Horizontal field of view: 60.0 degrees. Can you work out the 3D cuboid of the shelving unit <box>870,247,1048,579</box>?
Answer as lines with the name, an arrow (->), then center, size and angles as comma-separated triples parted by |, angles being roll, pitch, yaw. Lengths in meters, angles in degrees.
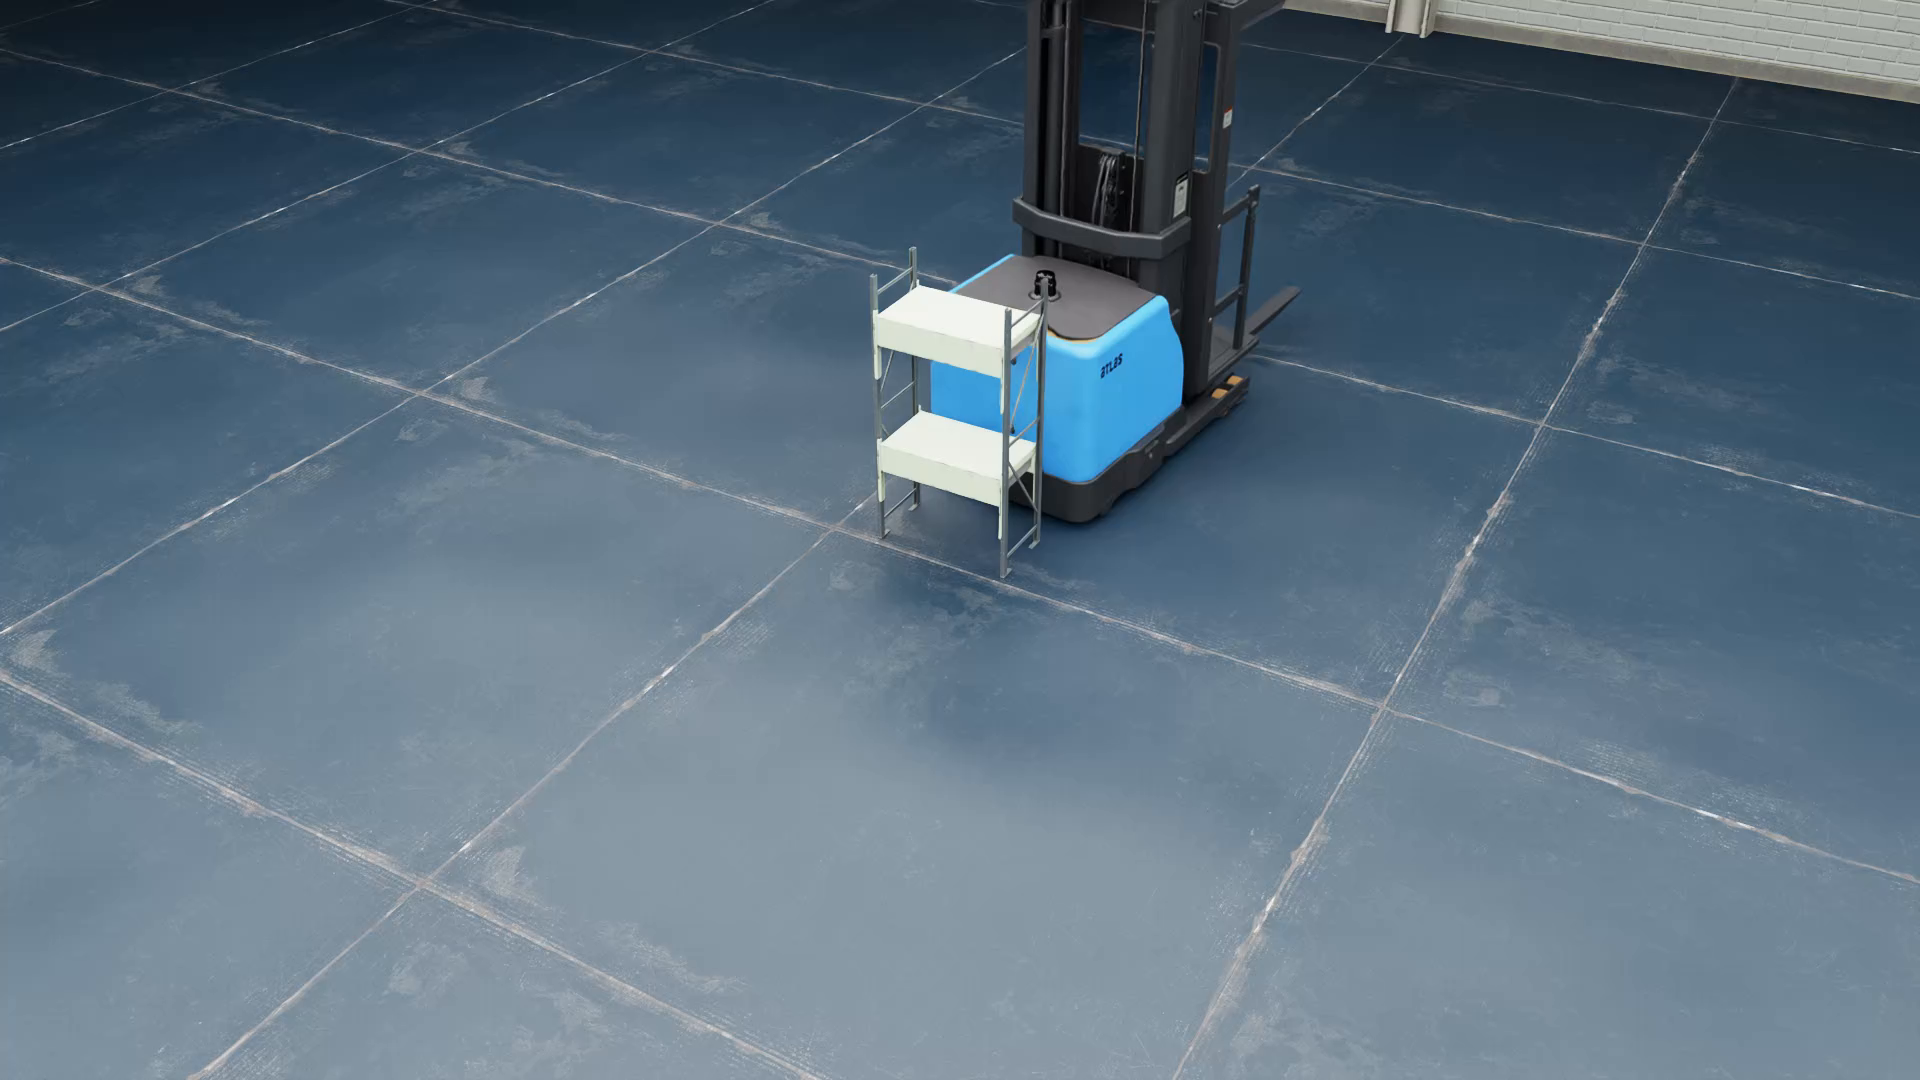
shelving unit -> -0.006, -0.626, 8.337 | 0.755, 1.500, 0.431 | 18, 37, 24

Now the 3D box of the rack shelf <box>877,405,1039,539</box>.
rack shelf -> -0.006, -0.355, 8.518 | 0.720, 0.370, 0.431 | 18, 37, 24

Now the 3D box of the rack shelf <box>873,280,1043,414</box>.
rack shelf -> -0.006, -0.951, 8.121 | 0.720, 0.370, 0.431 | 18, 37, 24

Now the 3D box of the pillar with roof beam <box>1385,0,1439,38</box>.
pillar with roof beam -> 2.244, -6.634, 10.594 | 0.400, 9.000, 9.100 | 18, 37, 24

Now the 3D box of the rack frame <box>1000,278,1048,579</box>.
rack frame -> 0.312, -0.525, 8.186 | 0.023, 1.500, 0.400 | 18, 37, 24

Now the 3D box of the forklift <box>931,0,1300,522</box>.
forklift -> 1.078, -2.085, 9.237 | 1.130, 2.935, 3.031 | 21, 39, 28

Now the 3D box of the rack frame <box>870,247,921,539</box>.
rack frame -> -0.324, -0.727, 8.488 | 0.023, 1.500, 0.400 | 18, 37, 24
